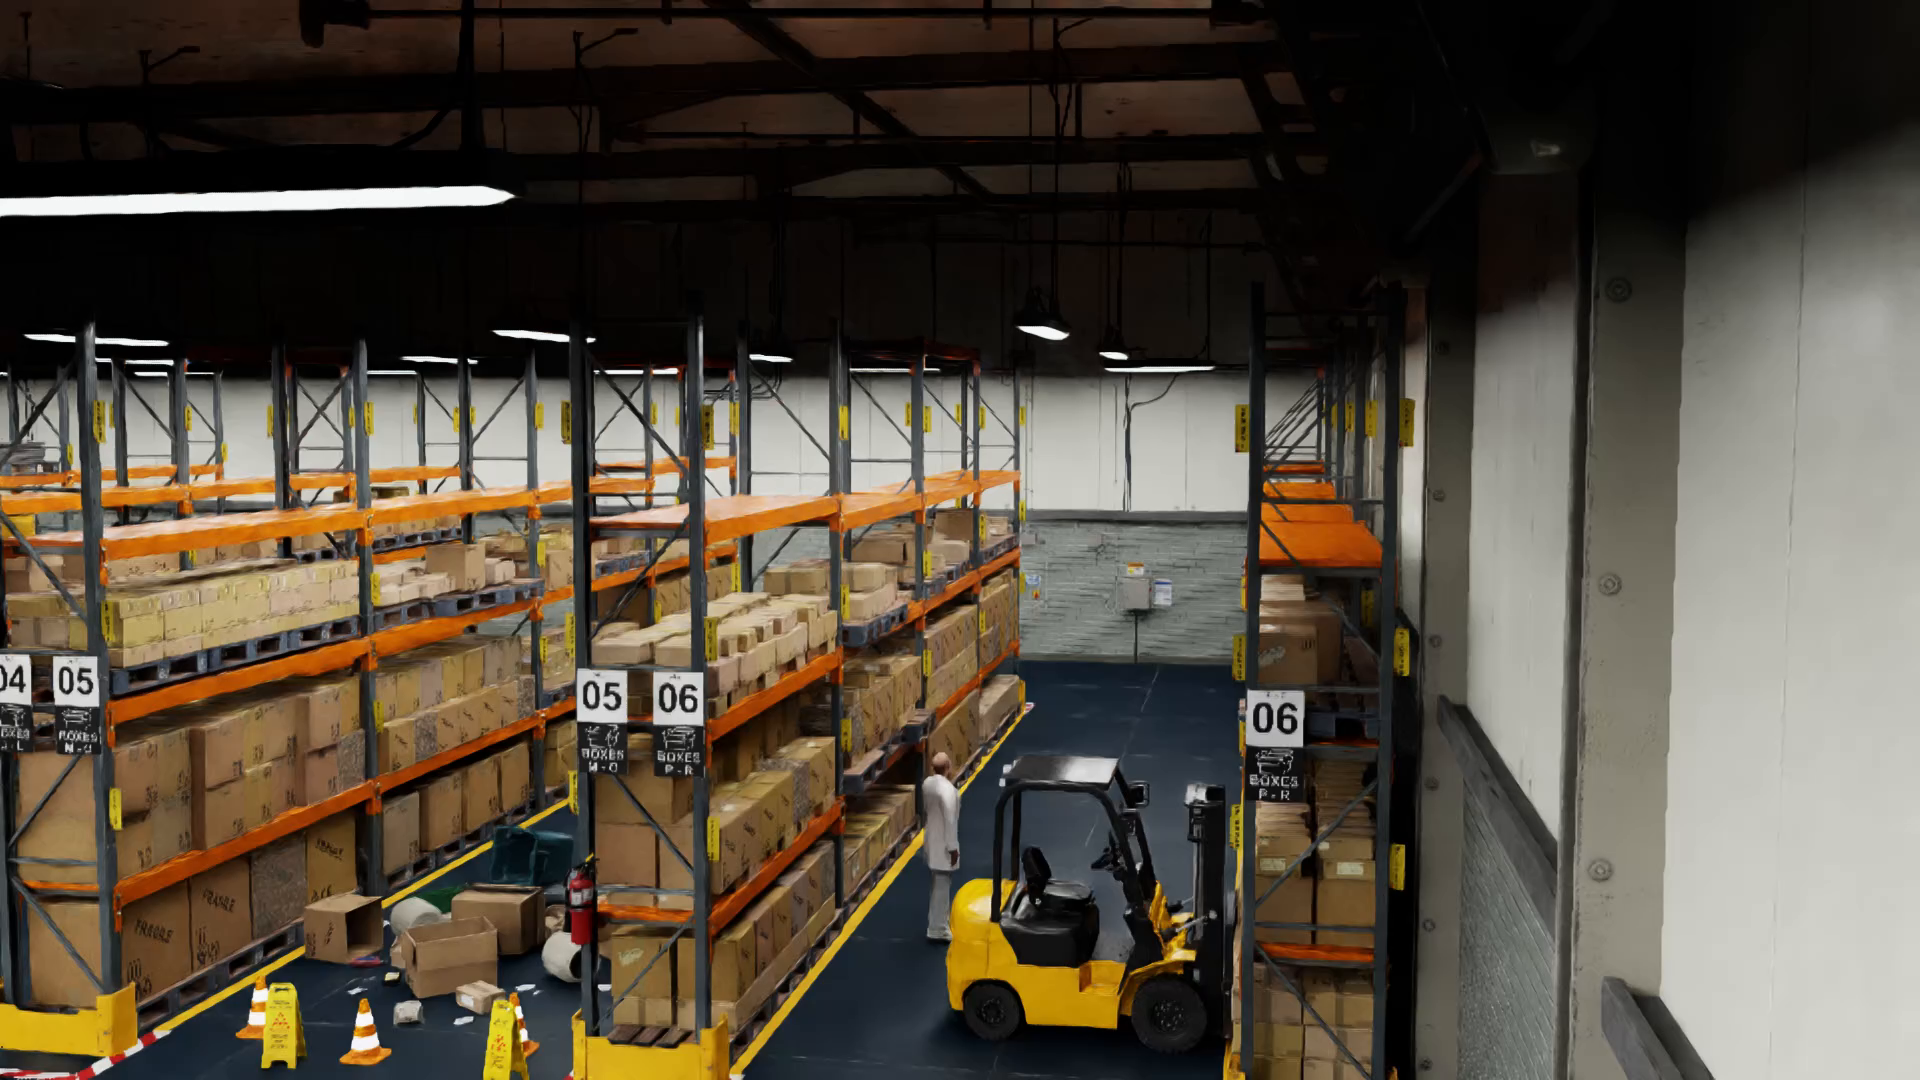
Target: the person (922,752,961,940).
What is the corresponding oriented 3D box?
[{"bbox_3d":[-0.130,2.954,16.234,0.504,1.788,0.640,-2,5,-21],"label":"person"}]
